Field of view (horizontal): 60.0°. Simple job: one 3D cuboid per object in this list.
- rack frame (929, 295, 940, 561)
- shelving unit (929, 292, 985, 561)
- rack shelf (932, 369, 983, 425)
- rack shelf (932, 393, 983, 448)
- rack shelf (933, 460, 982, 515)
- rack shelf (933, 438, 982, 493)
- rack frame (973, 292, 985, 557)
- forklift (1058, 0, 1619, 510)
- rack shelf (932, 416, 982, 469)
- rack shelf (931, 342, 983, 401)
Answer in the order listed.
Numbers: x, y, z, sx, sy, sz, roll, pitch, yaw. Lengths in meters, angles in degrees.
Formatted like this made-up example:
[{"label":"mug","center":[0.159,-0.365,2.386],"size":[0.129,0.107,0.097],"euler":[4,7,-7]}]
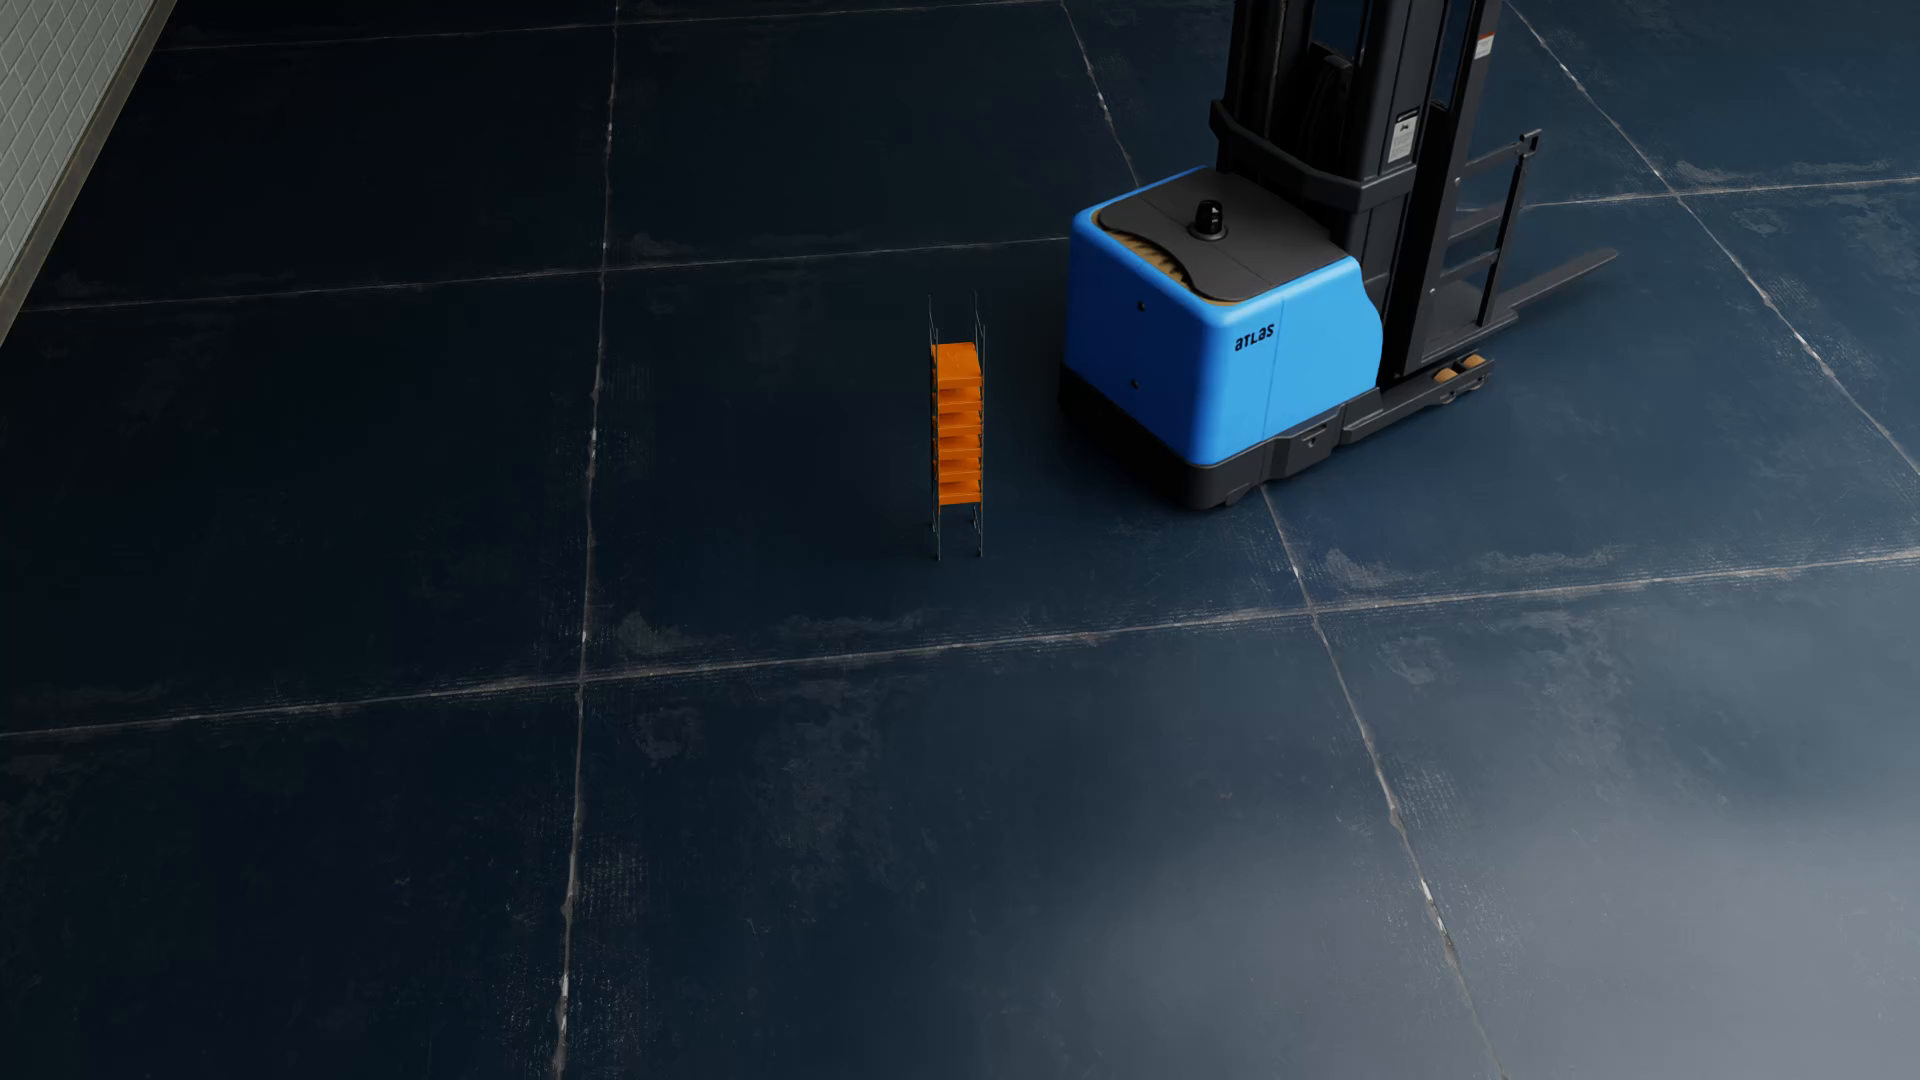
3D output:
[{"label":"rack frame","center":[-0.105,-0.436,6.838],"size":[0.006,1.200,0.240],"euler":[-5,42,-6]},{"label":"shelving unit","center":[-0.014,-0.444,6.847],"size":[0.189,1.200,0.258],"euler":[-5,42,-6]},{"label":"rack shelf","center":[-0.014,-0.589,6.716],"size":[0.180,0.103,0.258],"euler":[-5,42,-6]},{"label":"rack shelf","center":[-0.014,-0.500,6.796],"size":[0.180,0.103,0.258],"euler":[-5,42,-6]},{"label":"rack shelf","center":[-0.014,-0.233,7.037],"size":[0.180,0.103,0.258],"euler":[-5,42,-6]},{"label":"rack shelf","center":[-0.014,-0.322,6.957],"size":[0.180,0.103,0.258],"euler":[-5,42,-6]},{"label":"rack frame","center":[0.076,-0.452,6.856],"size":[0.006,1.200,0.240],"euler":[-5,42,-6]},{"label":"forklift","center":[1.965,-2.008,7.288],"size":[3.031,2.935,1.130],"euler":[-25,48,-25]},{"label":"rack shelf","center":[-0.014,-0.411,6.876],"size":[0.180,0.103,0.258],"euler":[-5,42,-6]},{"label":"rack shelf","center":[-0.014,-0.679,6.635],"size":[0.180,0.103,0.258],"euler":[-5,42,-6]}]
